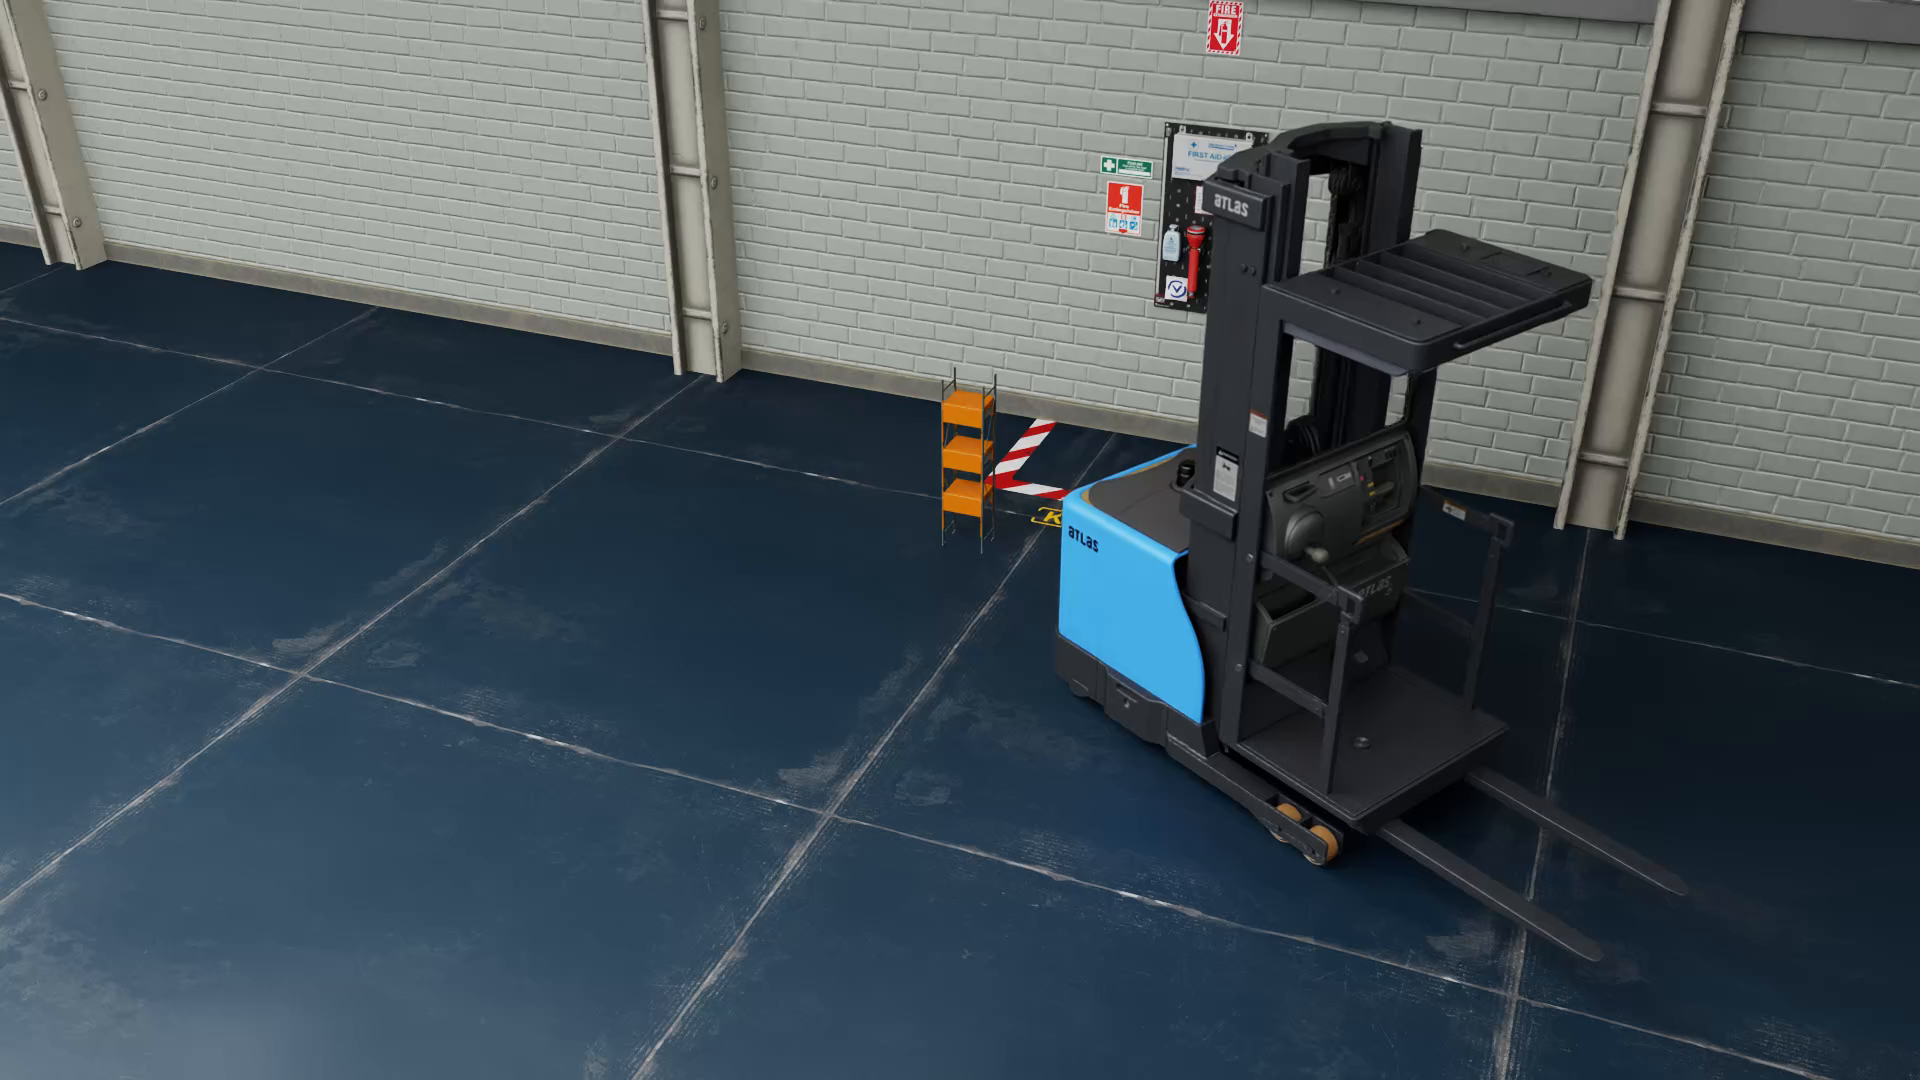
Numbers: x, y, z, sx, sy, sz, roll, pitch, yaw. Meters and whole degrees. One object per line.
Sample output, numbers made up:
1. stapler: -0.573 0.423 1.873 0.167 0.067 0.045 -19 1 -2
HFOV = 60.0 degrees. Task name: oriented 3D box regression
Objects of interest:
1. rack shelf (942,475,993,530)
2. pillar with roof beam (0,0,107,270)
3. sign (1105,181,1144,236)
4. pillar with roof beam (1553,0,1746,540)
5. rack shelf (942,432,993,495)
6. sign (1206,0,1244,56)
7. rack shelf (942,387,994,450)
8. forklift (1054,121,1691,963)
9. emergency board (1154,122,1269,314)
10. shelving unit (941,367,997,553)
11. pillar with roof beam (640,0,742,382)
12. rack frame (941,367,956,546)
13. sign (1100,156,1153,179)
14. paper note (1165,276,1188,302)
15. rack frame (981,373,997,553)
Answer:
1. rack shelf: 0.050 -0.196 9.616 0.240 0.259 0.215 11 31 19
2. pillar with roof beam: -8.973 -4.281 8.178 0.400 9.000 9.100 11 31 19
3. sign: 1.016 -2.051 10.294 0.234 0.329 0.001 11 31 19
4. pillar with roof beam: 2.147 -2.060 4.250 0.400 9.000 9.100 11 31 19
5. rack shelf: 0.050 -0.438 9.479 0.240 0.259 0.215 11 31 19
6. sign: 1.520 -2.942 9.551 0.199 0.298 0.001 11 31 19
7. rack shelf: 0.050 -0.685 9.340 0.240 0.259 0.215 11 31 19
8. forklift: 1.782 -0.140 7.018 1.130 2.935 3.031 -21 36 -33
9. emergency board: 1.490 -1.886 10.039 0.643 1.169 0.194 11 31 19
10. shelving unit: 0.050 -0.447 9.474 0.252 1.050 0.215 11 31 19
11. pillar with roof beam: -3.413 -3.170 6.214 0.400 9.000 9.100 11 31 19
12. rack frame: -0.063 -0.470 9.514 0.008 1.050 0.200 11 31 19
13. sign: 1.017 -2.277 10.155 0.331 0.109 0.001 11 31 19
14. paper note: 1.351 -1.567 10.369 0.142 0.148 0.016 11 31 19
15. rack frame: 0.163 -0.425 9.434 0.008 1.050 0.200 11 31 19
